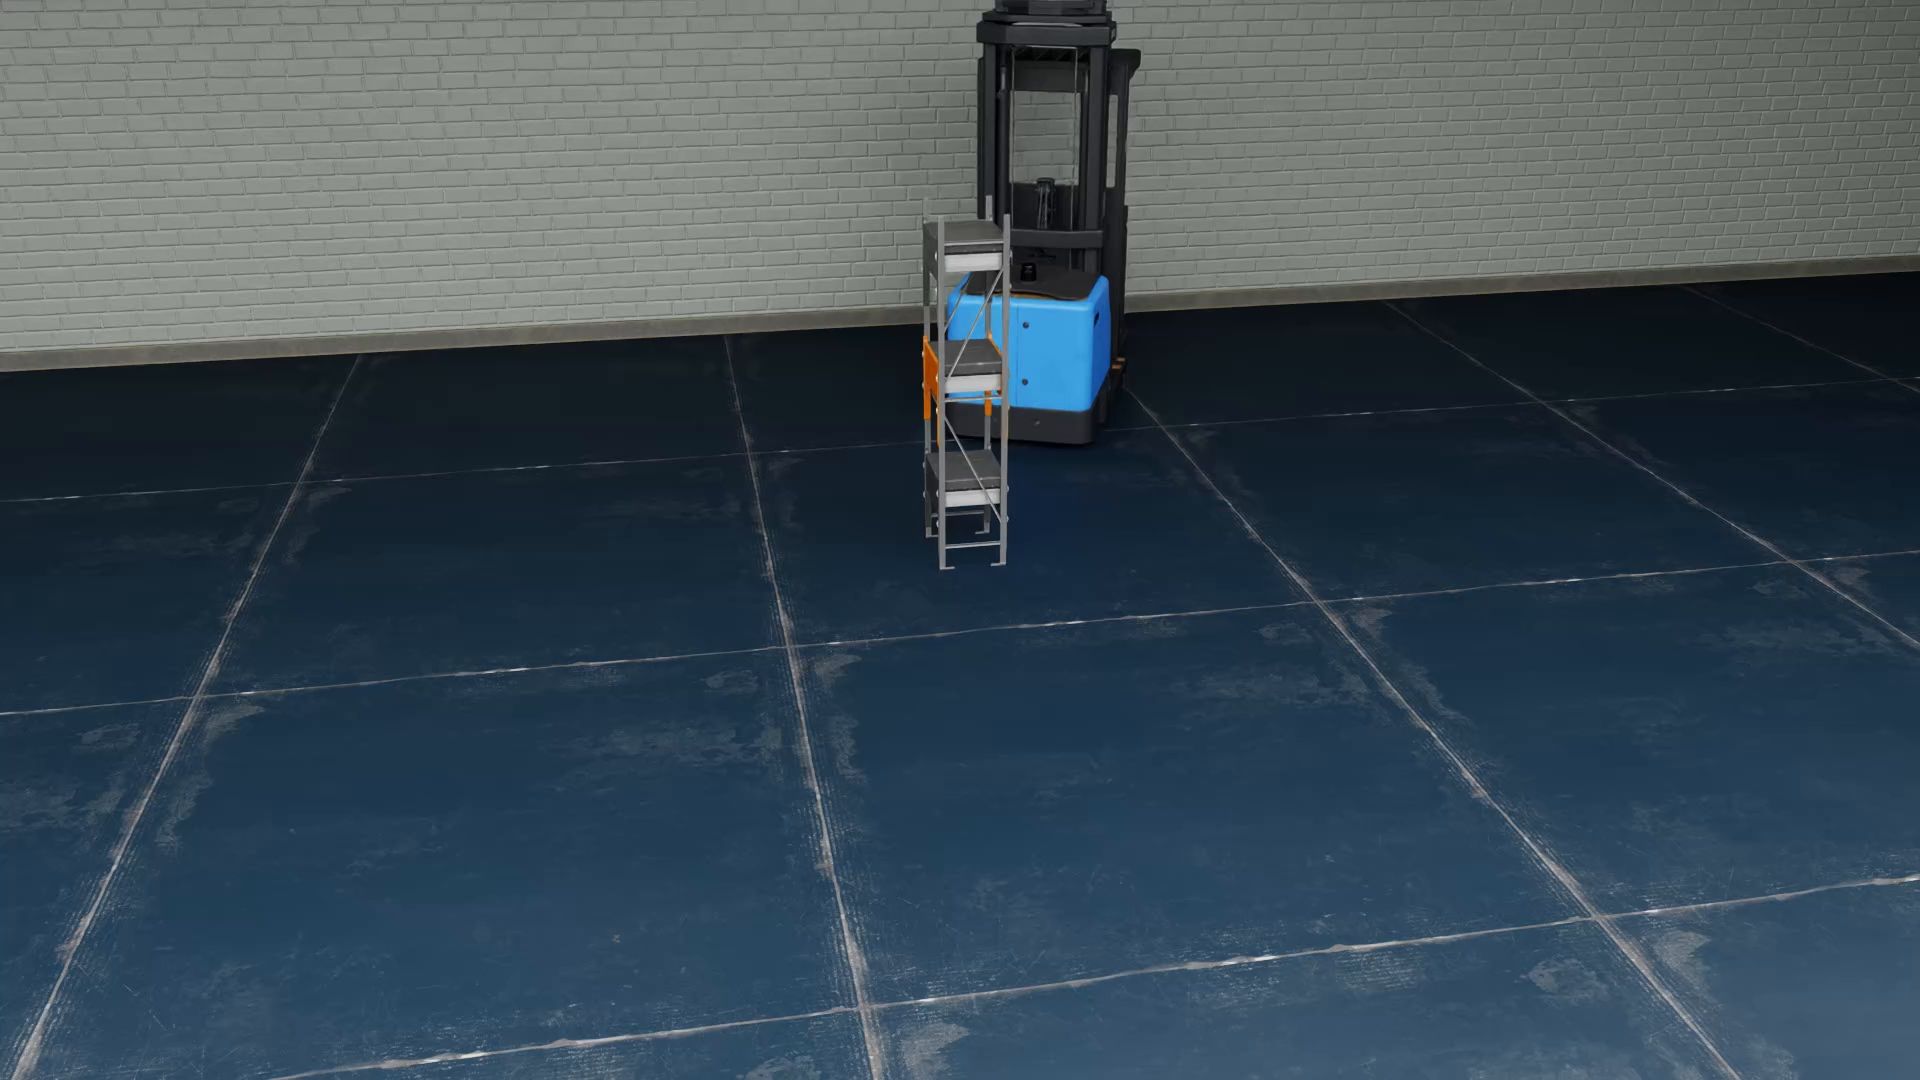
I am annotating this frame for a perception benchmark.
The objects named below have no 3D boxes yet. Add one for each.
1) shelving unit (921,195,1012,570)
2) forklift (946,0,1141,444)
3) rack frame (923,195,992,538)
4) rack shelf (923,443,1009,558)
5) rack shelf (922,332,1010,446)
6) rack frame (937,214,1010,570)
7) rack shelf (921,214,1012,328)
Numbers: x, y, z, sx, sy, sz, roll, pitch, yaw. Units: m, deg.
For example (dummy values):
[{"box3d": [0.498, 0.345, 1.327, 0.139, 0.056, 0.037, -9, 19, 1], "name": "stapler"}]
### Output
[{"box3d": [0.031, -0.897, 9.681, 0.431, 2.100, 0.503, -4, 24, -10], "name": "shelving unit"}, {"box3d": [0.720, -2.573, 12.479, 1.130, 2.935, 3.031, 5, 24, 11], "name": "forklift"}, {"box3d": [-0.015, -0.993, 9.900, 0.400, 2.100, 0.015, -4, 24, -10], "name": "rack frame"}, {"box3d": [0.031, -0.243, 9.966, 0.431, 0.518, 0.480, -4, 24, -10], "name": "rack shelf"}, {"box3d": [0.031, -0.885, 9.686, 0.431, 0.518, 0.480, -4, 24, -10], "name": "rack shelf"}, {"box3d": [0.076, -0.801, 9.461, 0.400, 2.100, 0.015, -4, 24, -10], "name": "rack frame"}, {"box3d": [0.031, -1.526, 9.406, 0.431, 0.518, 0.480, -4, 24, -10], "name": "rack shelf"}]
